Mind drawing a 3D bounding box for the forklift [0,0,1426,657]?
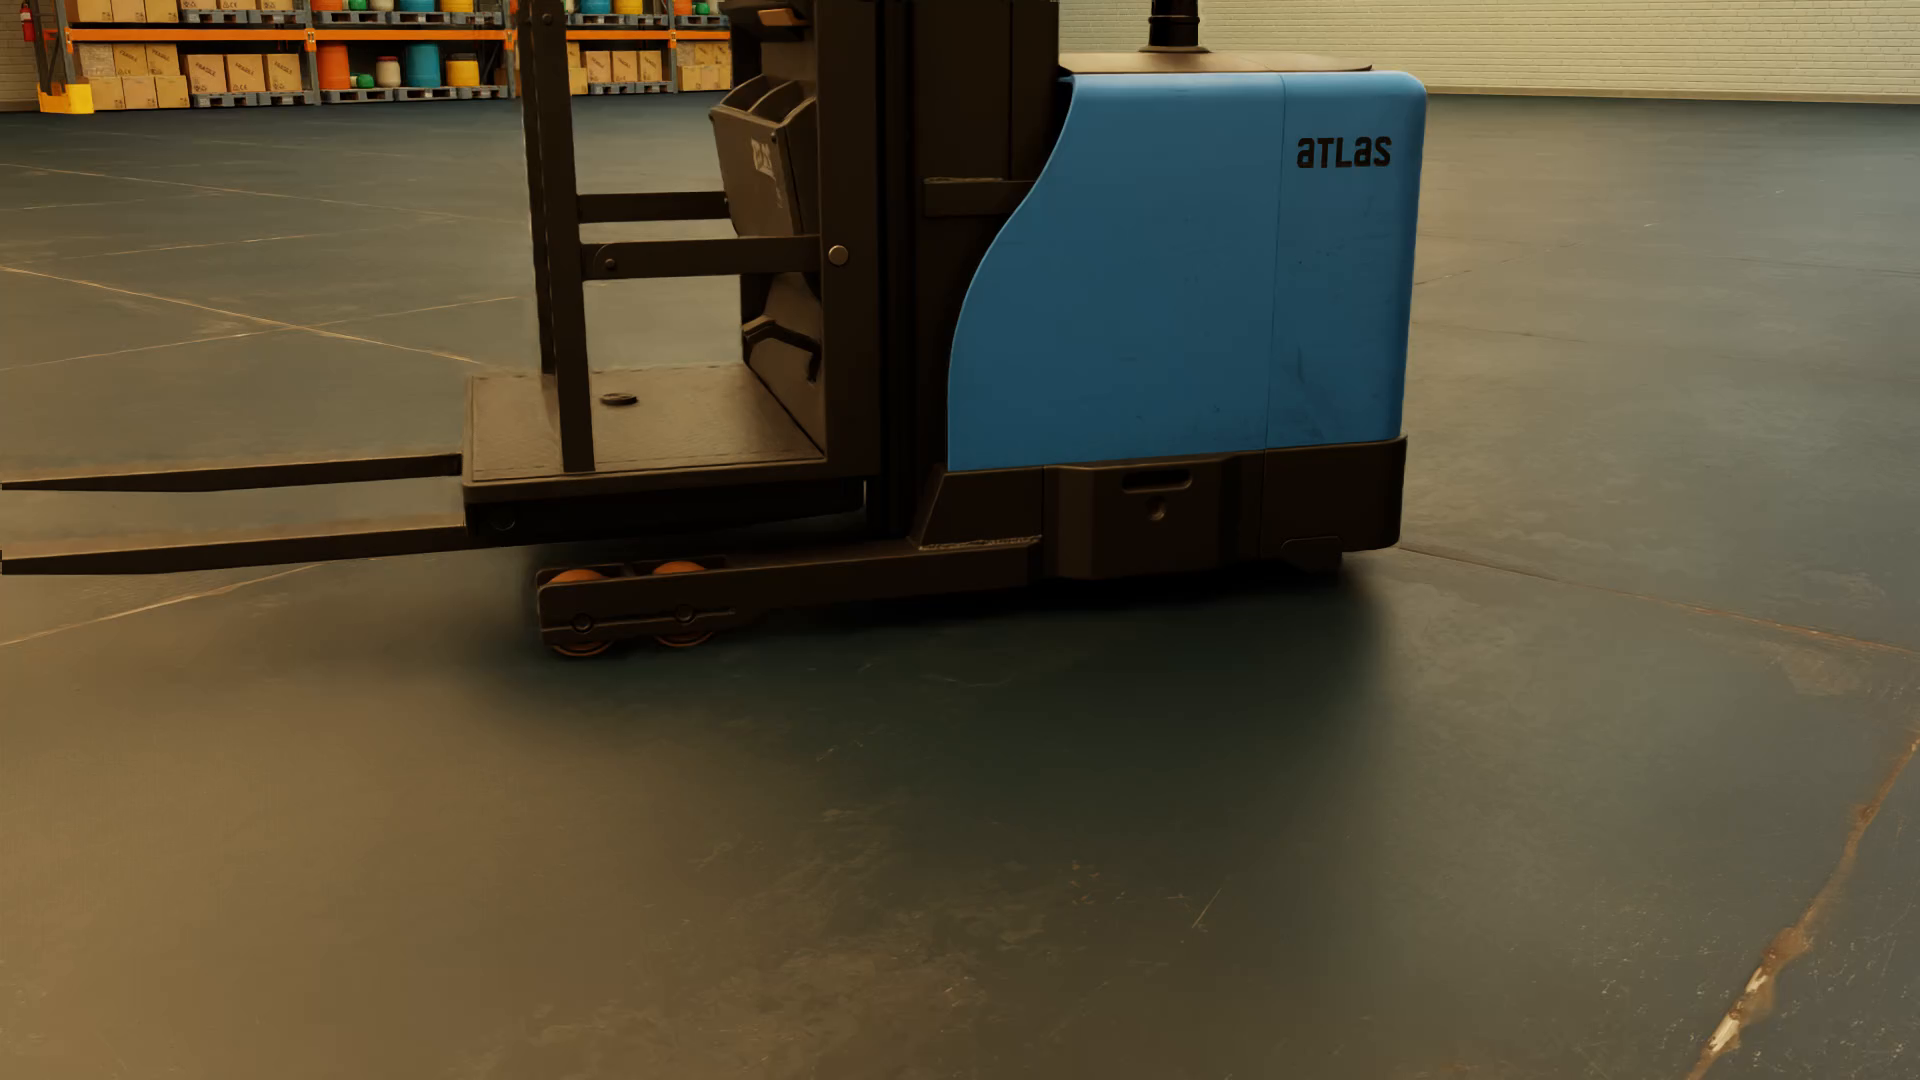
[{"bbox_3d":[-0.597,-1.348,3.336,3.031,2.935,1.130,-5,18,-15],"label":"forklift"}]
